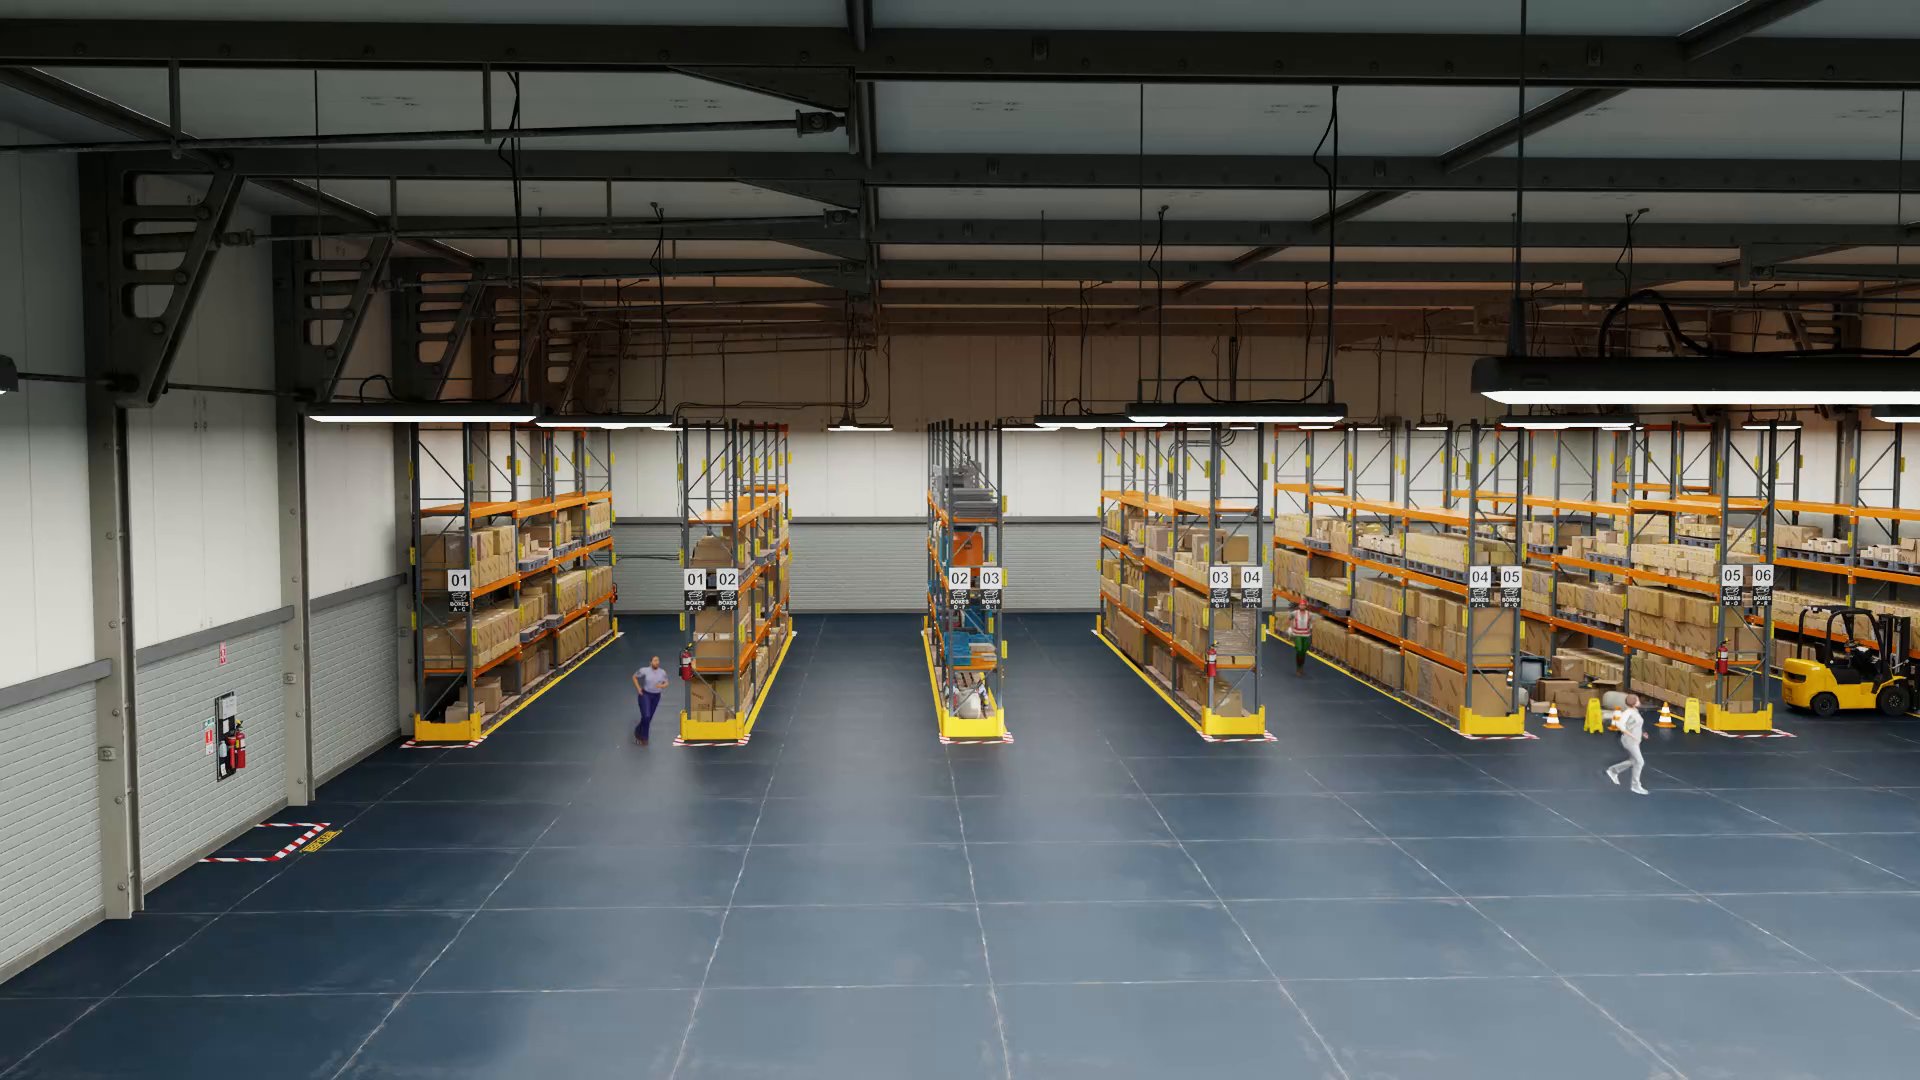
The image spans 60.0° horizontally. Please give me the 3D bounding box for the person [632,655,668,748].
[{"bbox_3d":[-5.724,2.965,30.746,0.629,1.694,0.752,-3,5,-36],"label":"person"}]

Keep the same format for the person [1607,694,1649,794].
[{"bbox_3d":[10.661,3.240,26.551,0.661,1.586,0.546,3,5,36],"label":"person"}]

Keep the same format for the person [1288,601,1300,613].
[{"bbox_3d":[9.900,1.722,49.080,0.902,1.702,0.696,3,5,43],"label":"person"}]

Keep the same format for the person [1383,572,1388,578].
[{"bbox_3d":[12.652,1.702,49.336,0.941,1.676,0.620,0,4,3],"label":"person"}]

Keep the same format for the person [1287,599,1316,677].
[{"bbox_3d":[8.128,2.315,39.469,0.636,1.848,0.791,0,4,-2],"label":"person"}]
